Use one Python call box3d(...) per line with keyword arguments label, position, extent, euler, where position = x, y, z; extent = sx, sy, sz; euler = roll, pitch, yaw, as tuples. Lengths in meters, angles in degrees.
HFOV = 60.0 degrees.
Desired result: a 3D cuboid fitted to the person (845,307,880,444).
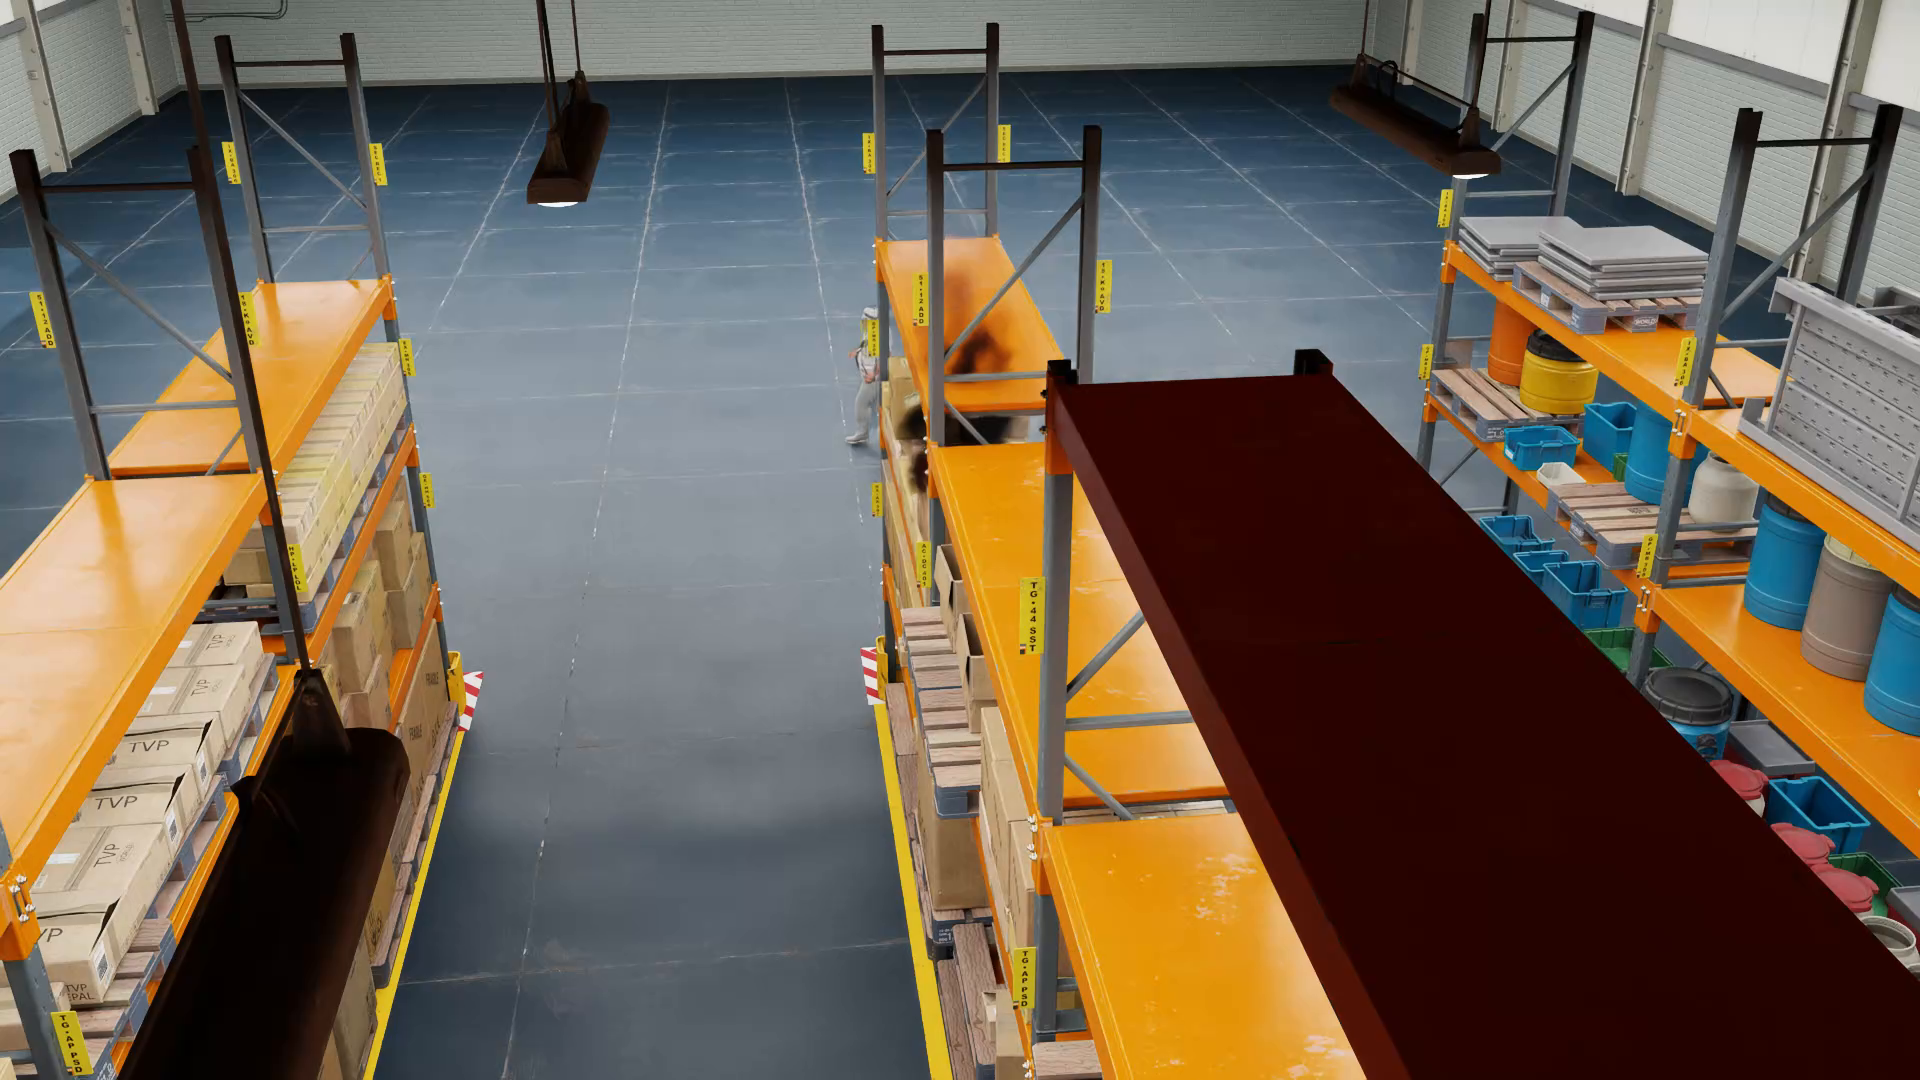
box3d(label="person", position=(-0.995, -2.033, 20.724), extent=(0.943, 1.768, 0.647), euler=(5, 26, 9))
